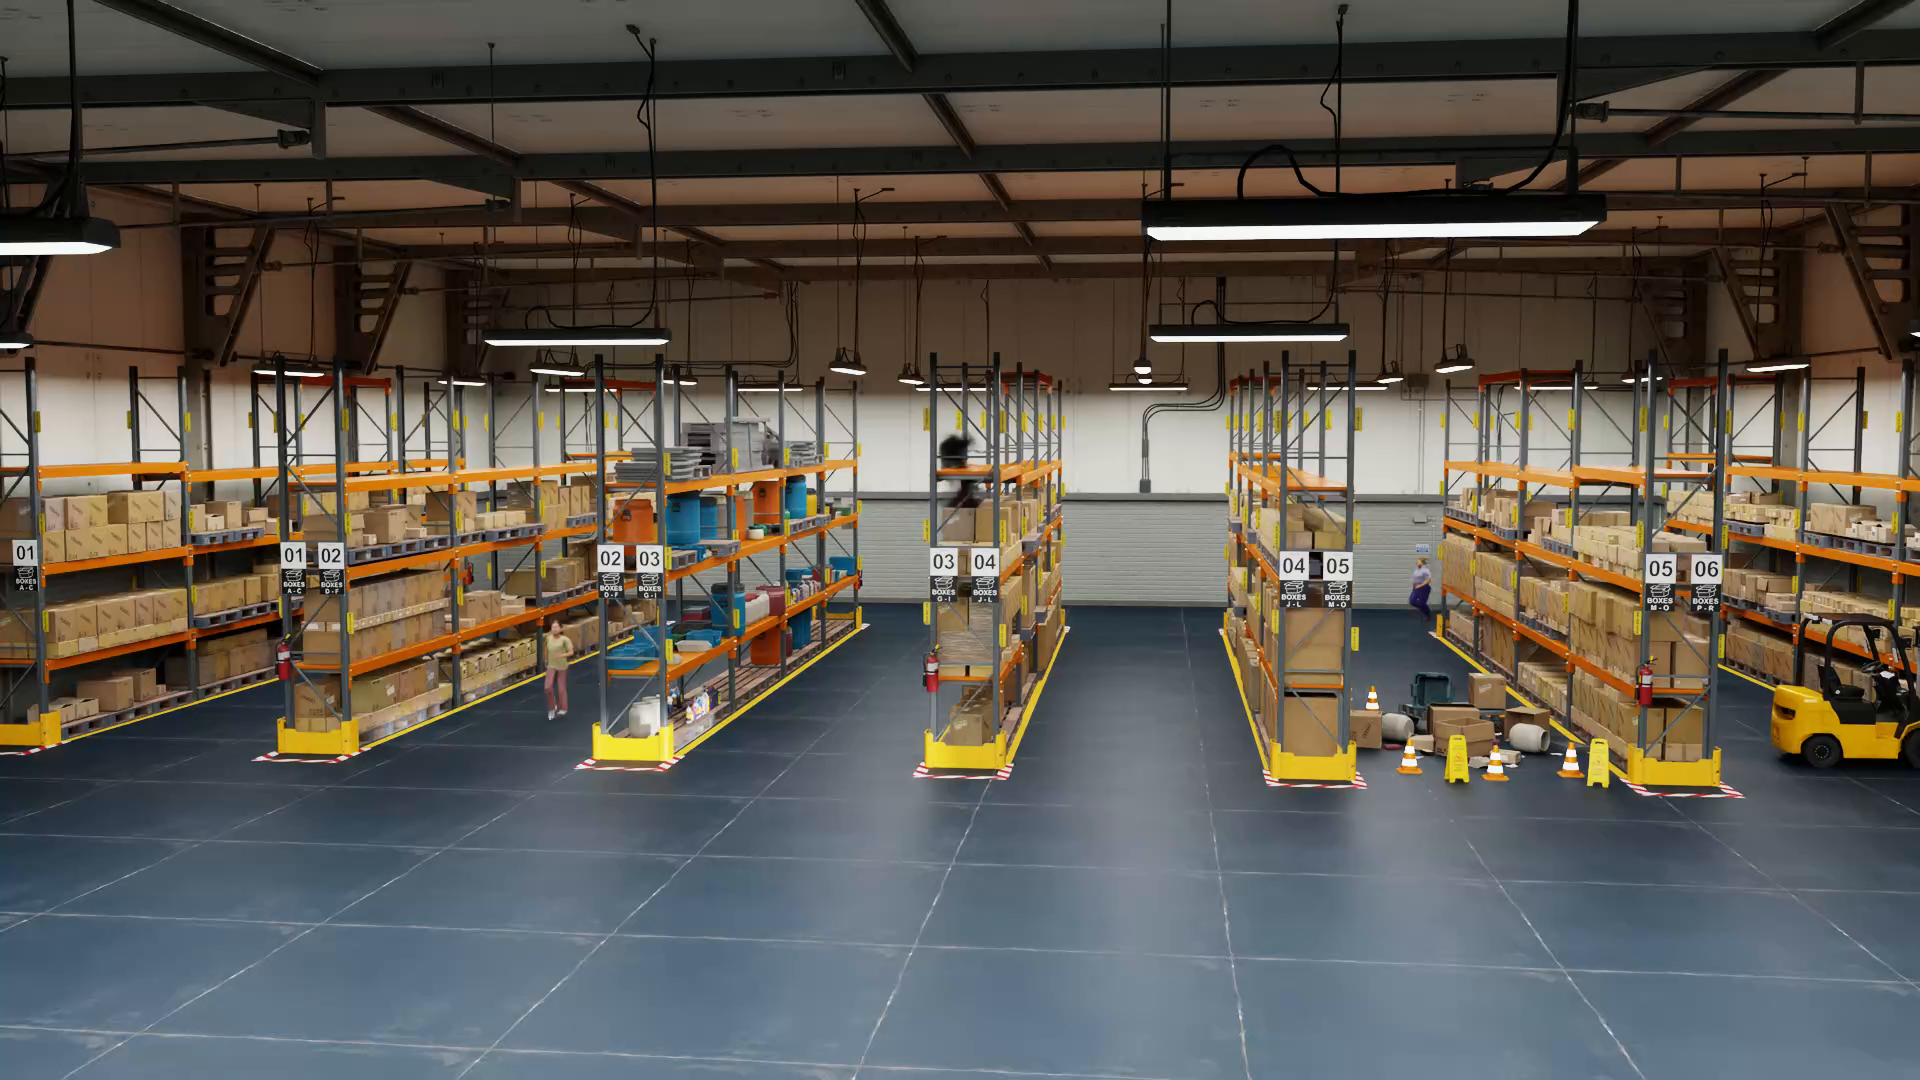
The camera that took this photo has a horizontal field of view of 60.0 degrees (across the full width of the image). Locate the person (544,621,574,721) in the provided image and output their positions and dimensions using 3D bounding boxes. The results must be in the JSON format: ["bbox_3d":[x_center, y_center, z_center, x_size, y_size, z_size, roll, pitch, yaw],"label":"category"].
[{"bbox_3d":[-6.772,2.186,28.004,0.565,1.678,0.672,0,4,5],"label":"person"}]

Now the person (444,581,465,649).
[{"bbox_3d":[-10.653,1.680,34.987,0.718,1.712,0.706,-1,4,-9],"label":"person"}]

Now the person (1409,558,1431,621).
[{"bbox_3d":[11.628,1.241,41.905,0.566,1.606,0.686,-2,4,-22],"label":"person"}]
